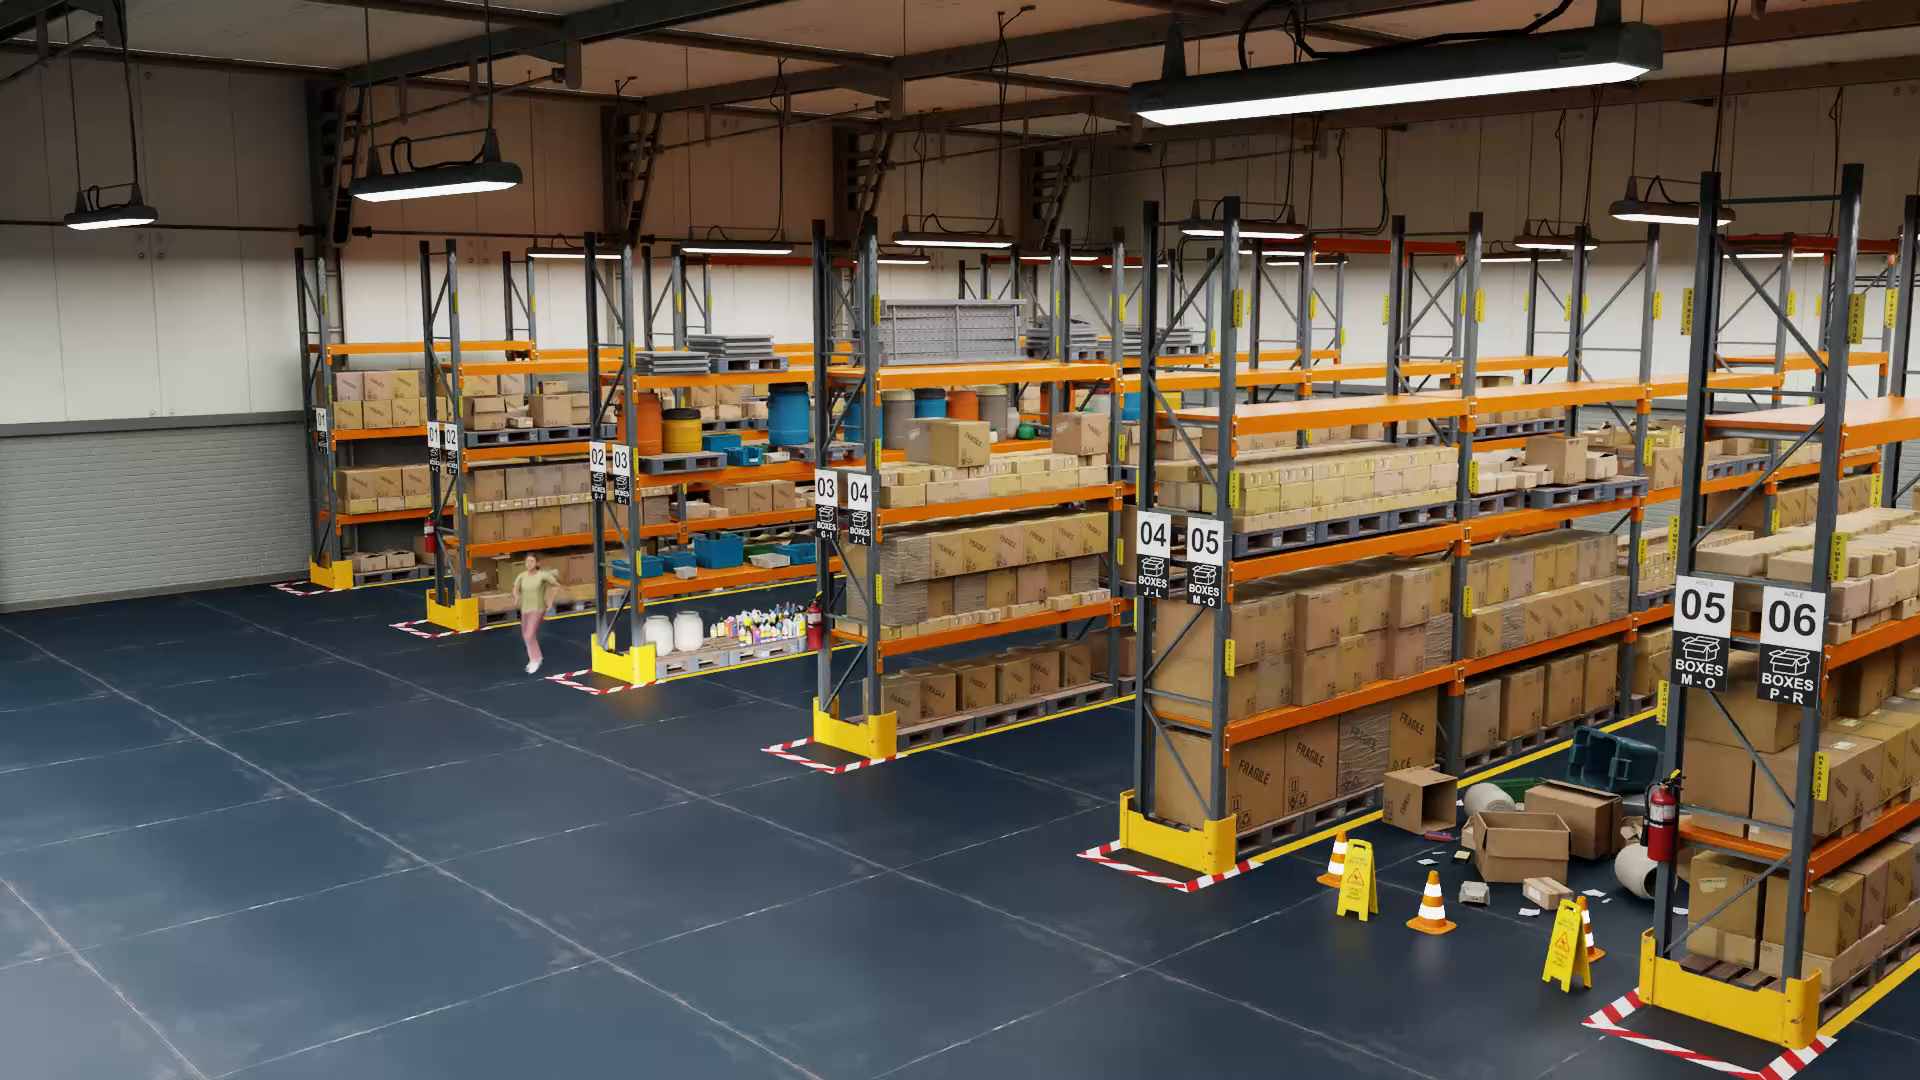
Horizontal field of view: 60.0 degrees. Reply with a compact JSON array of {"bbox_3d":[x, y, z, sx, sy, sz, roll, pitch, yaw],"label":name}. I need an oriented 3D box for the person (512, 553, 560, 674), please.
[{"bbox_3d":[-5.871,1.009,22.867,0.598,1.671,0.637,3,9,17],"label":"person"}]

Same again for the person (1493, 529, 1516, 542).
[{"bbox_3d":[8.253,0.591,25.199,0.636,1.815,0.850,7,11,40],"label":"person"}]
